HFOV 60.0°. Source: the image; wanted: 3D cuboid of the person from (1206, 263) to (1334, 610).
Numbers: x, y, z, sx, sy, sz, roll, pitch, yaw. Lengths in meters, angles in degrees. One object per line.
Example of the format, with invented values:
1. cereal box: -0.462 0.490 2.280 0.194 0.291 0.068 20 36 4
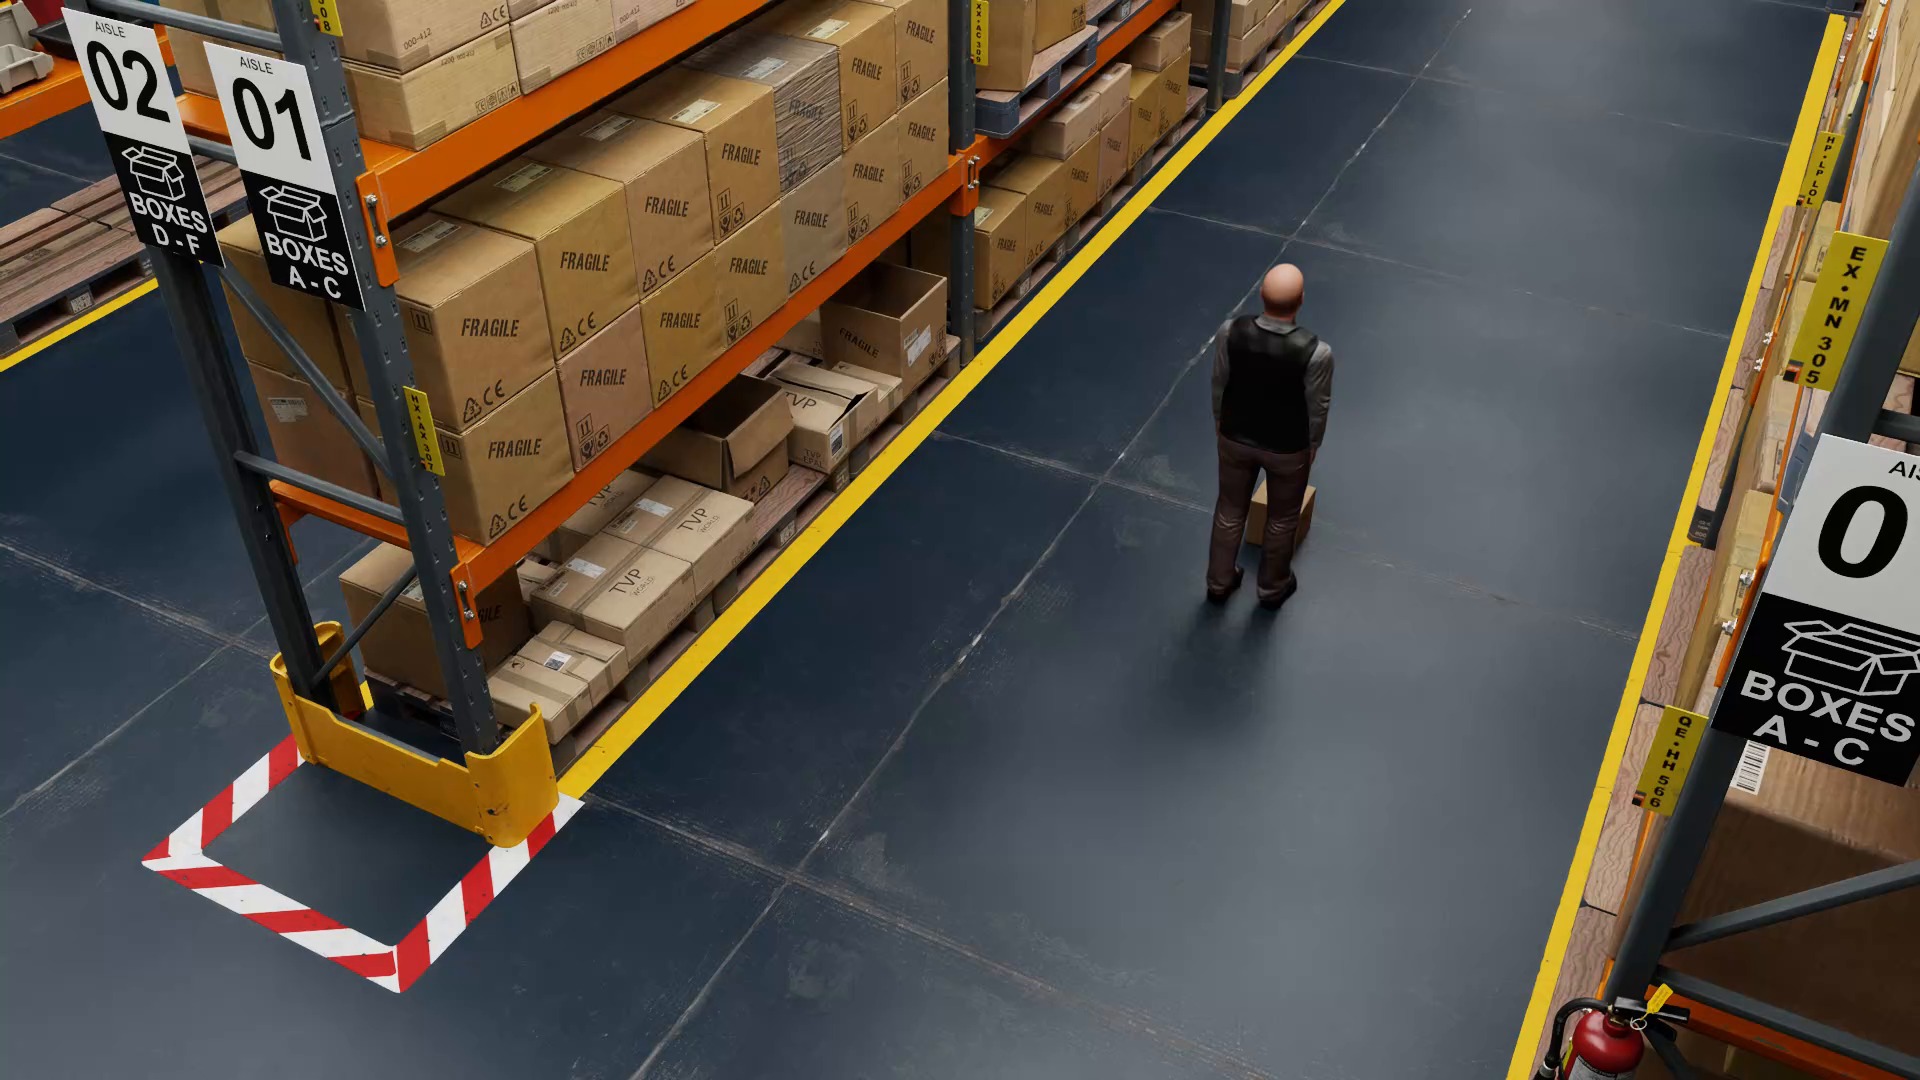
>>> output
1. person: 1.350 -0.446 7.359 0.536 1.736 0.387 18 41 22
